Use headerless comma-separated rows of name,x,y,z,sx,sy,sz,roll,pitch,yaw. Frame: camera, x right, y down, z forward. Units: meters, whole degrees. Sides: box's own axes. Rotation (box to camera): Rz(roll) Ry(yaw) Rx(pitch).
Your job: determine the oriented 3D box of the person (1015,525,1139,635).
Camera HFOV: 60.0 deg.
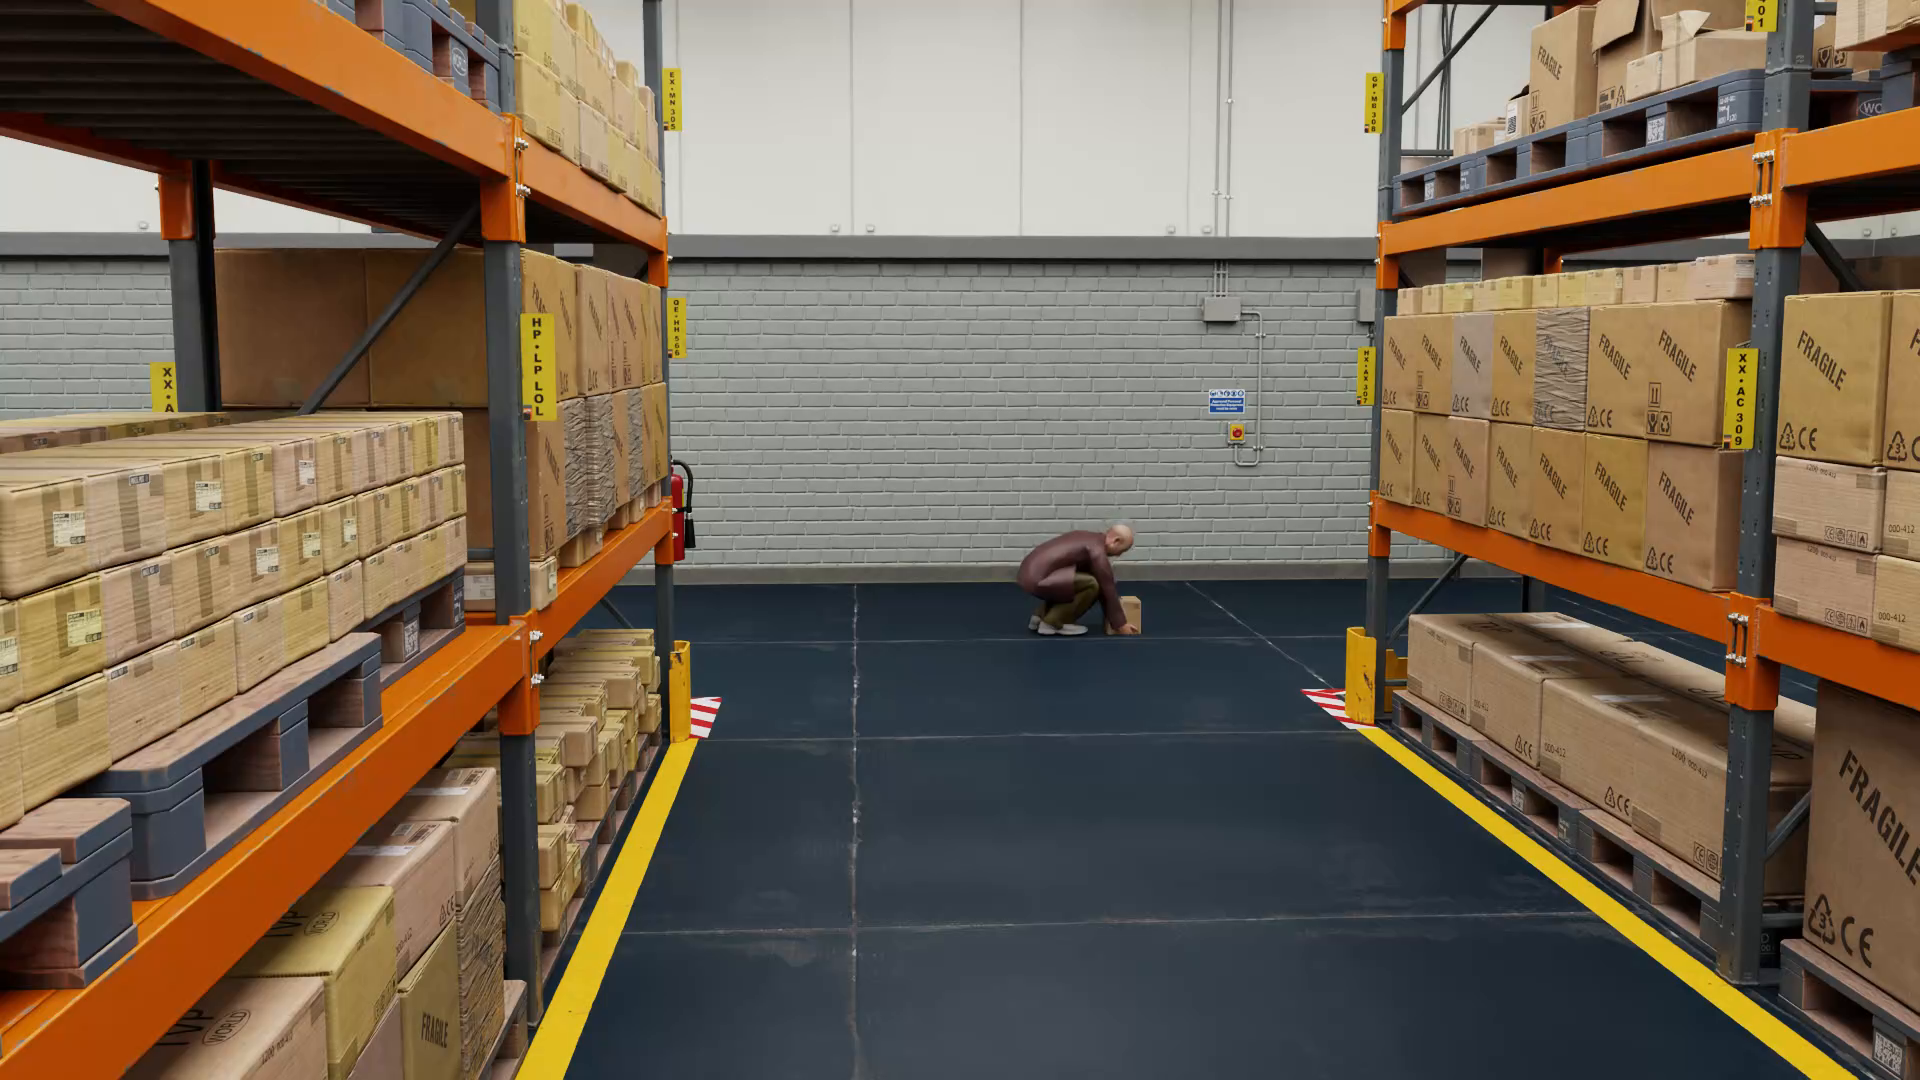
person,0.871,0.334,12.466,0.911,0.884,0.581,0,7,-4
